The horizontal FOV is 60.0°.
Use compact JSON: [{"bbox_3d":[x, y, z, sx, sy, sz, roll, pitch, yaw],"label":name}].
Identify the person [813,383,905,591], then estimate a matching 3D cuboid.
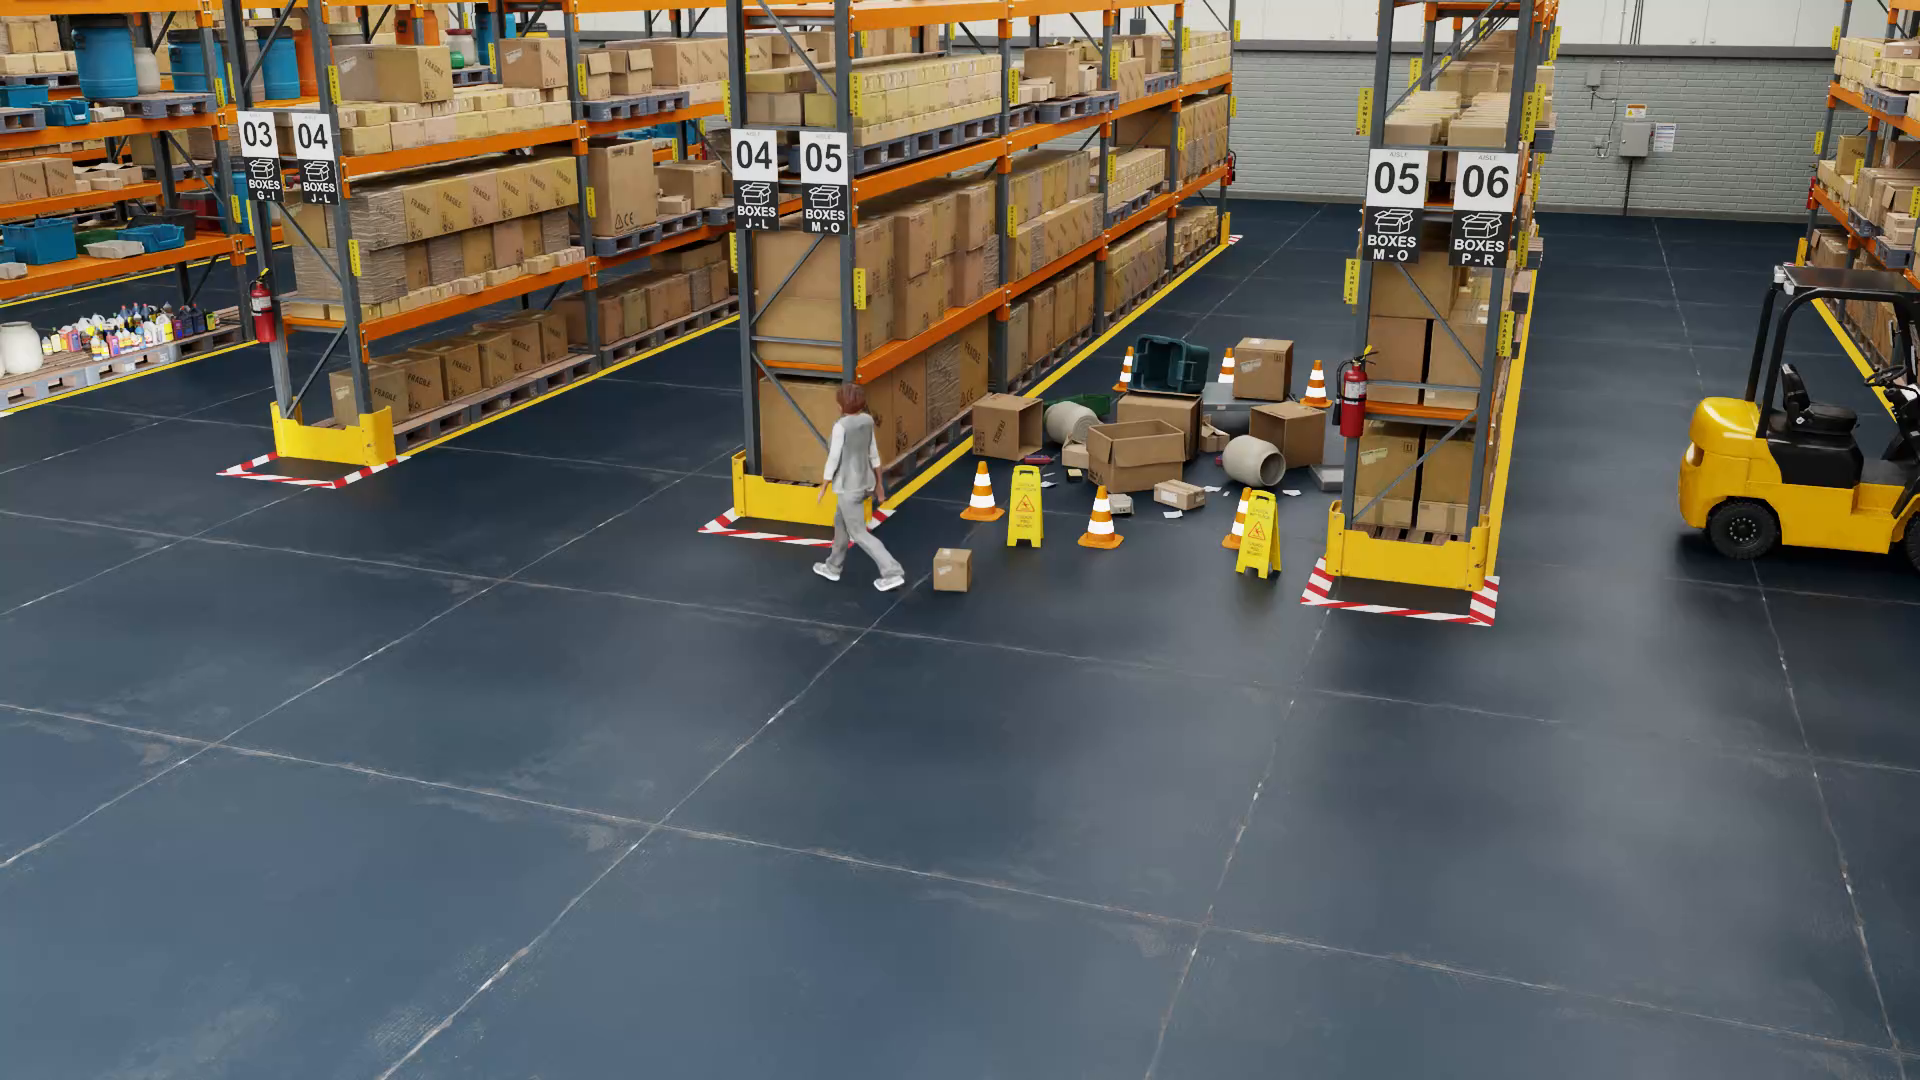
[{"bbox_3d":[-0.771,-0.383,12.195,0.942,1.552,0.435,13,23,33],"label":"person"}]
